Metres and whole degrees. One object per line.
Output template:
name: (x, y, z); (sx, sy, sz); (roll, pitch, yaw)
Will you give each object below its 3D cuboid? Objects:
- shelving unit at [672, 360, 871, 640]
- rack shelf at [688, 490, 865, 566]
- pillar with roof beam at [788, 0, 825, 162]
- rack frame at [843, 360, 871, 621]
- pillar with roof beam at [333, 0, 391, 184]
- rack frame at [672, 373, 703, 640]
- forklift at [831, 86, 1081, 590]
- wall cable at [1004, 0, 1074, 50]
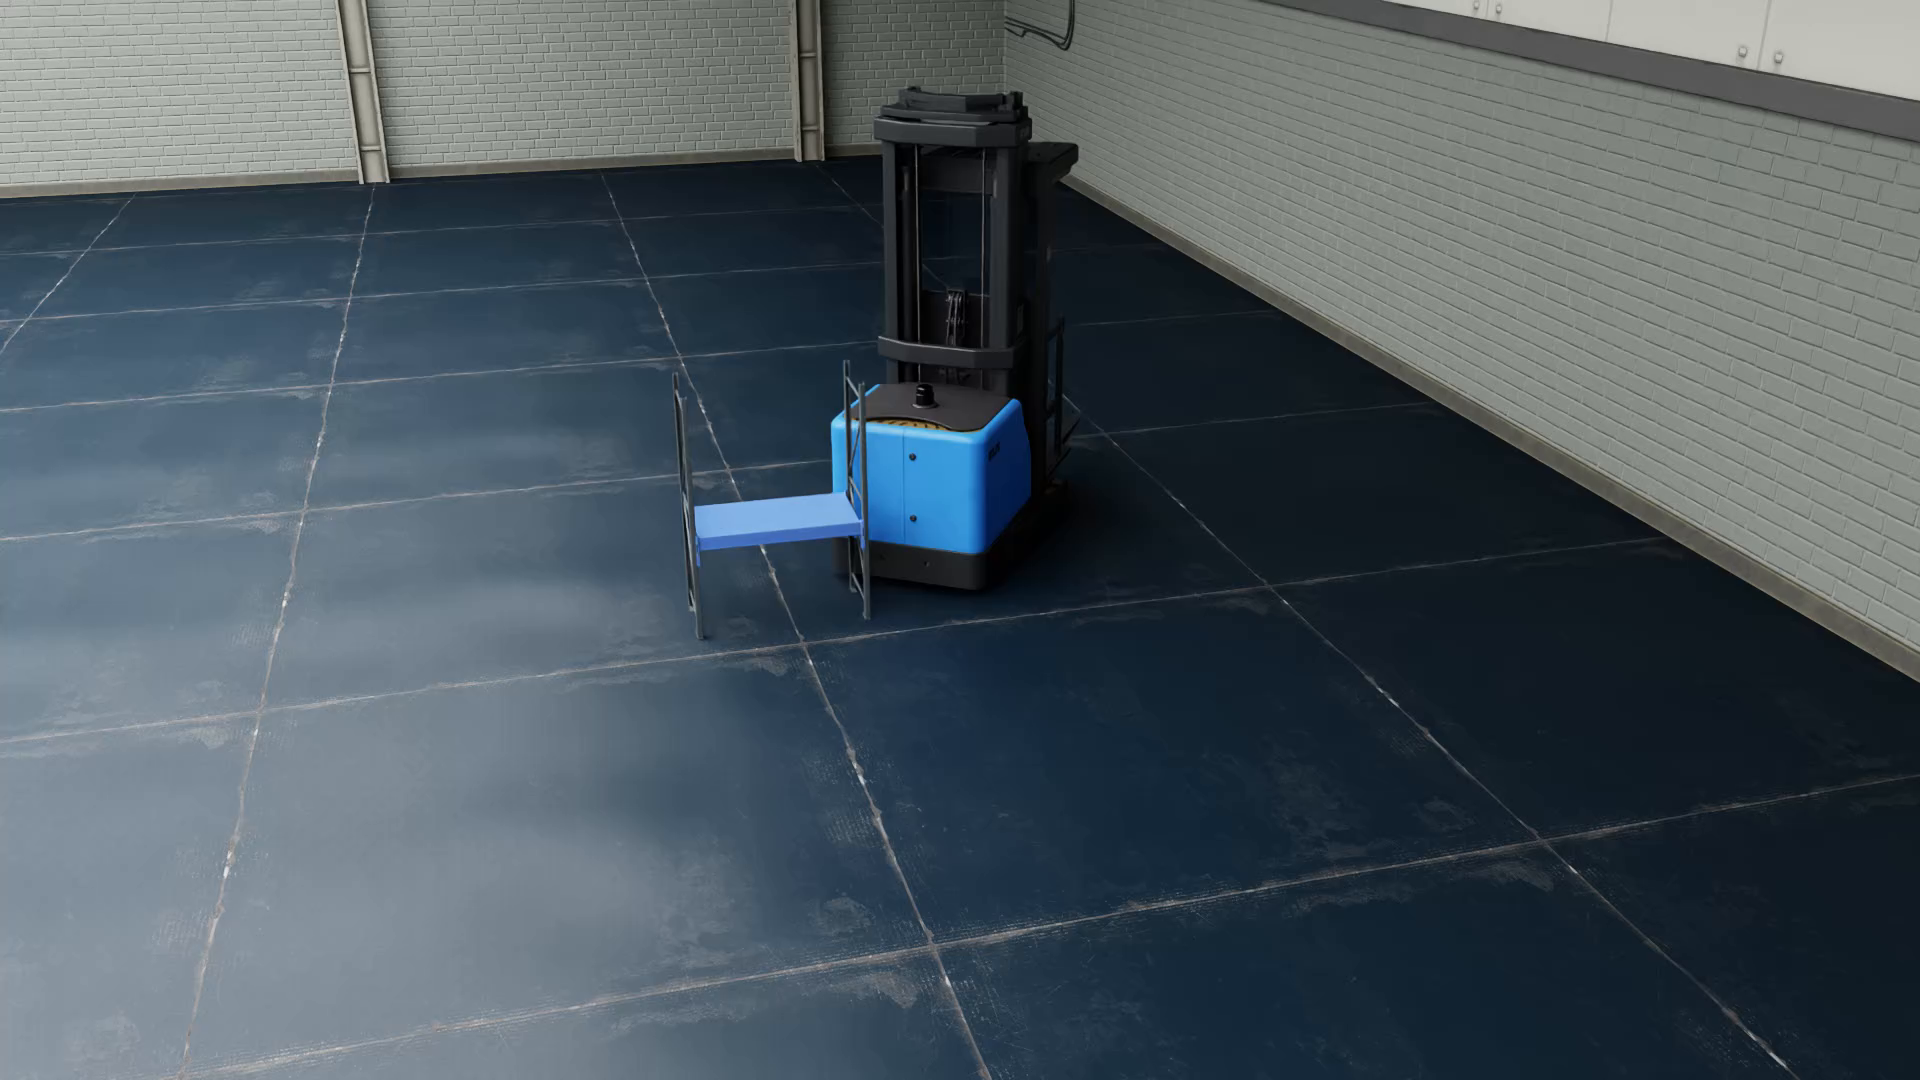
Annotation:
shelving unit: (-1.112, -0.245, 9.918); (1.048, 1.500, 0.538); (-6, 24, -14)
rack shelf: (-1.112, -0.079, 9.989); (1.000, 0.185, 0.538); (-6, 24, -14)
pillar with roof beam: (-1.017, -8.024, 18.538); (0.400, 9.000, 9.100); (-6, 24, -14)
rack frame: (-0.621, -0.296, 10.037); (0.032, 1.500, 0.500); (-6, 24, -14)
pillar with roof beam: (-6.794, -7.385, 17.049); (0.400, 9.000, 9.100); (-6, 24, -14)
rack frame: (-1.604, -0.194, 9.799); (0.032, 1.500, 0.500); (-6, 24, -14)
forklift: (0.137, -1.592, 11.242); (1.130, 2.935, 3.031); (8, 24, 17)
wall cable: (1.014, -8.043, 22.521); (0.112, 2.526, 3.097); (-6, 24, -14)
